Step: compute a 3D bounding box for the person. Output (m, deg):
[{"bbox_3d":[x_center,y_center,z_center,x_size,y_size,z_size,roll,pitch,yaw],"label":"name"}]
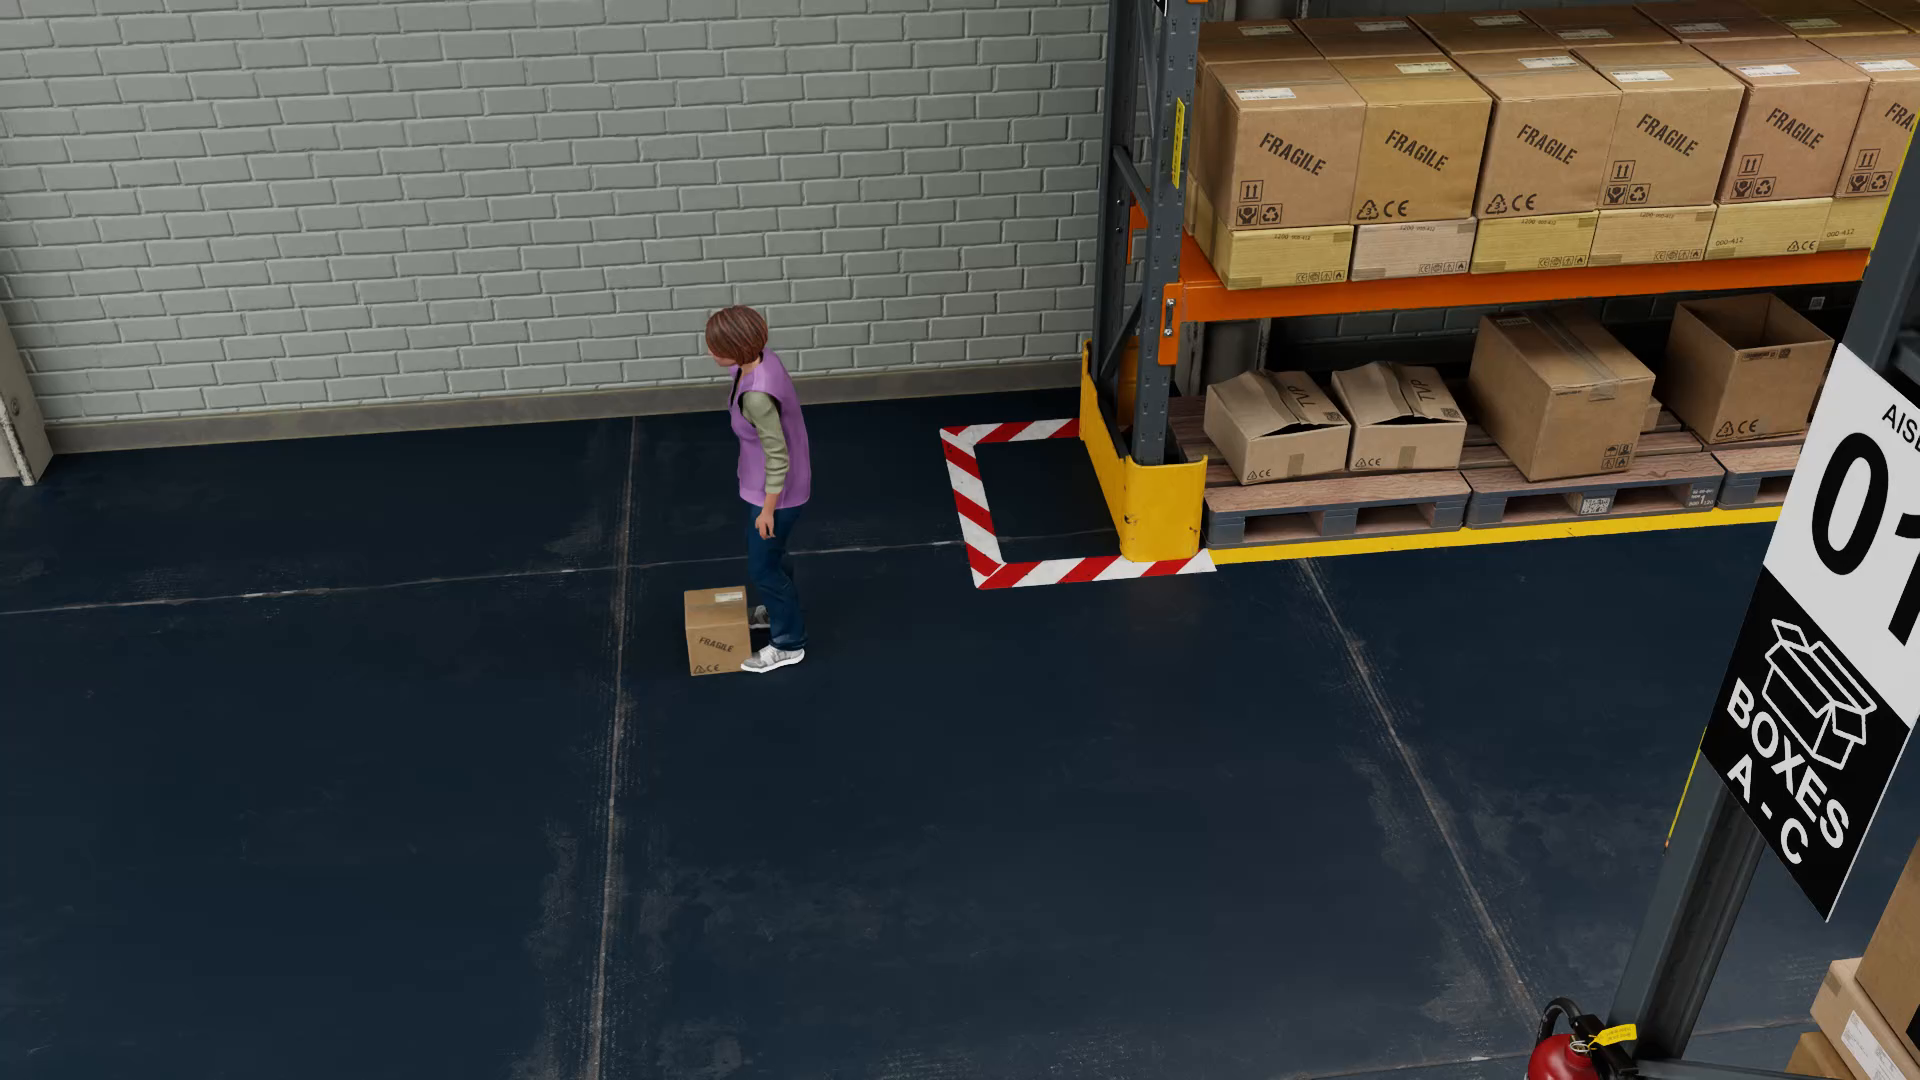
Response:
[{"bbox_3d":[-0.753,-0.195,6.447,0.347,1.573,0.472,-6,36,-9],"label":"person"}]
